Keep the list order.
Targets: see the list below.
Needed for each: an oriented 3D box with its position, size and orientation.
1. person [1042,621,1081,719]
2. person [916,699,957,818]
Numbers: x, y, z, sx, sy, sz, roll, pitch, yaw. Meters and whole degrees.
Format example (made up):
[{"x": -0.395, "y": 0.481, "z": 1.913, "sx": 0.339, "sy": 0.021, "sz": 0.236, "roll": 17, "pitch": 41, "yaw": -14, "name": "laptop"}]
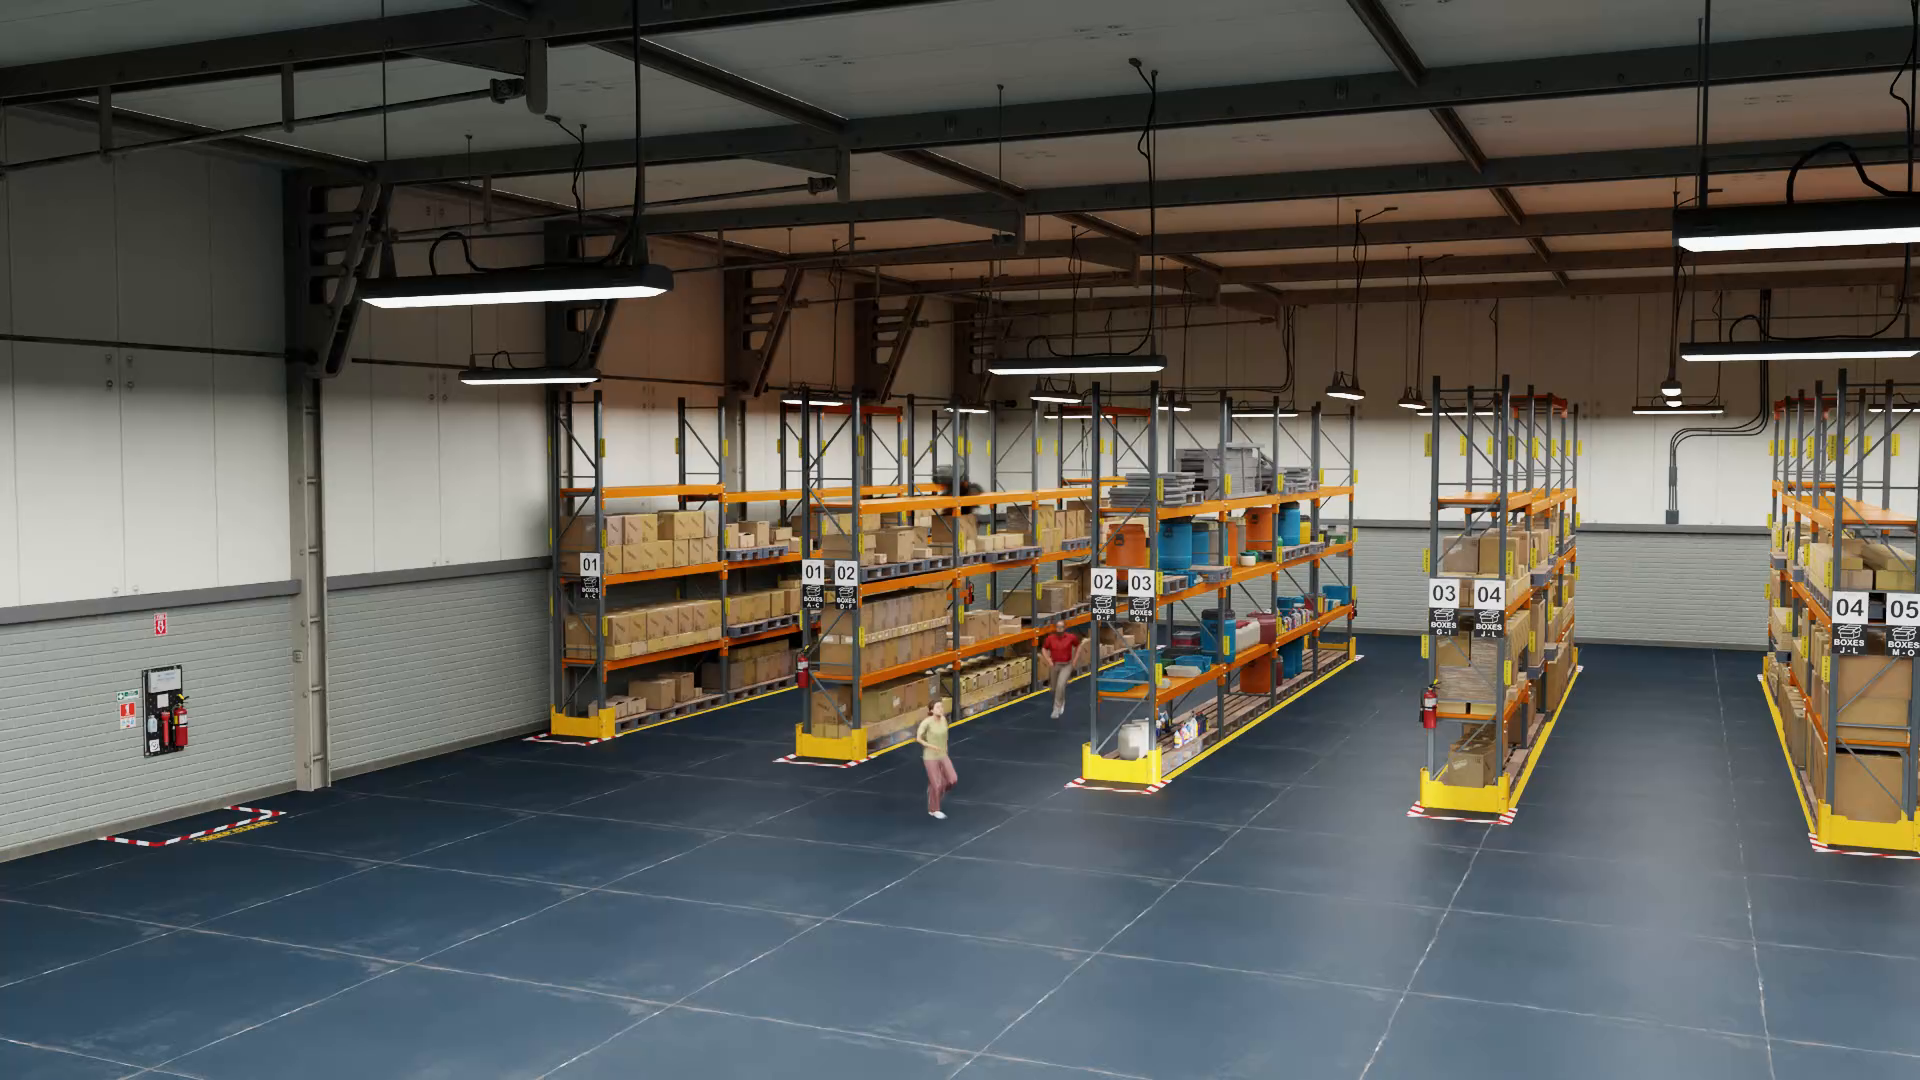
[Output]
[{"x": 1.786, "y": 2.286, "z": 29.491, "sx": 0.686, "sy": 1.727, "sz": 0.862, "roll": 1, "pitch": 3, "yaw": 13, "name": "person"}, {"x": -0.314, "y": 2.951, "z": 22.458, "sx": 0.588, "sy": 1.624, "sz": 0.523, "roll": -2, "pitch": 4, "yaw": -37, "name": "person"}]
